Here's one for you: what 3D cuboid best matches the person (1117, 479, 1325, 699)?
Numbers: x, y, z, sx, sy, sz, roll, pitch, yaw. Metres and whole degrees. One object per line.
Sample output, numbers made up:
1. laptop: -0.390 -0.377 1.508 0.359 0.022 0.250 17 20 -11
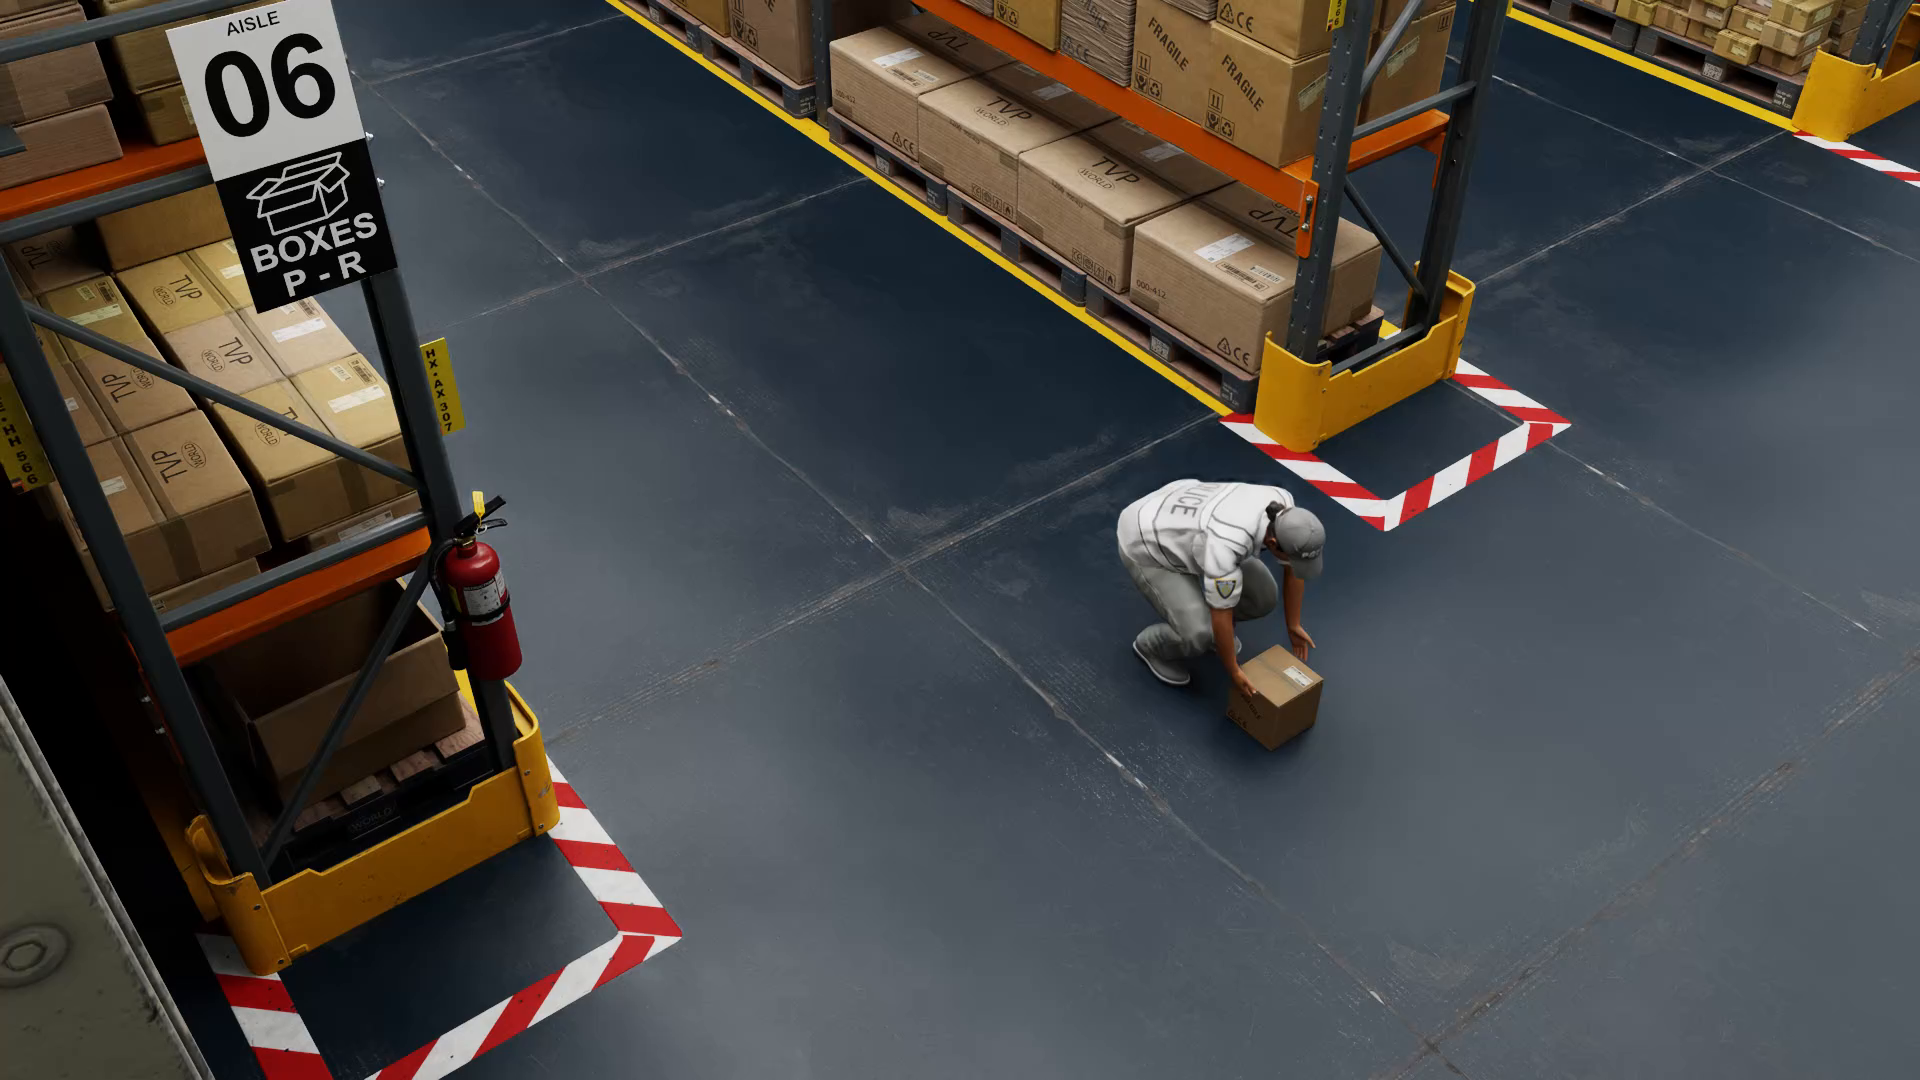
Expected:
1. person: 1.015 0.131 6.525 0.527 0.992 0.847 -27 47 -28
